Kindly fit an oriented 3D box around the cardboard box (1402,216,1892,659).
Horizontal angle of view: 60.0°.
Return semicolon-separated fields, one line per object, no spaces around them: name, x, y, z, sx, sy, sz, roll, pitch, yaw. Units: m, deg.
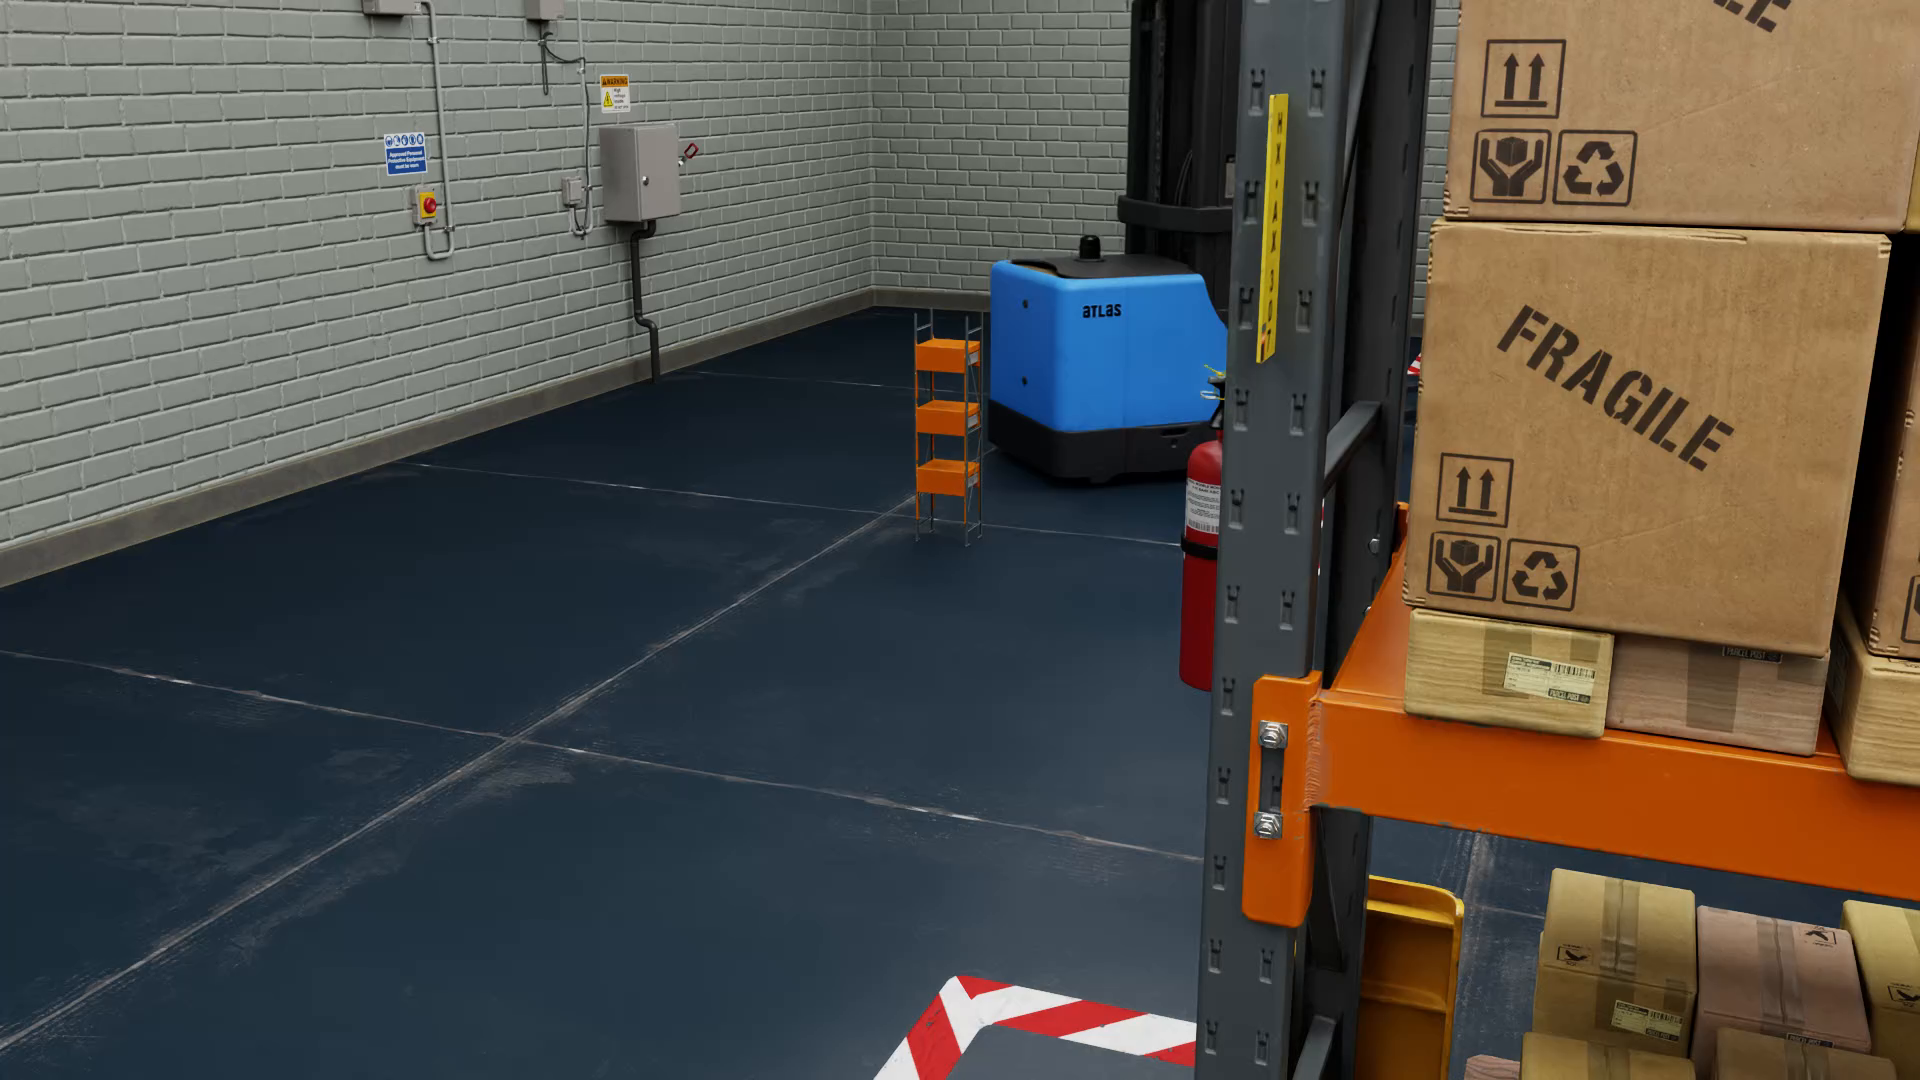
cardboard box;0.907;-0.187;2.226;0.500;0.500;0.500;7;18;23

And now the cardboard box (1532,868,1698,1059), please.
cardboard box;1.176;0.756;2.982;0.250;0.149;0.380;6;17;21

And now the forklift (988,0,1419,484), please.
forklift;1.726;-1.933;9.076;3.031;2.935;1.130;-6;17;-20

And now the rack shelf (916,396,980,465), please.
rack shelf;-0.050;-0.499;7.549;0.240;0.259;0.215;6;17;21

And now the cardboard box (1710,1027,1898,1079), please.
cardboard box;1.254;0.906;2.465;0.250;0.149;0.380;7;17;22

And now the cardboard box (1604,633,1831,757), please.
cardboard box;1.024;0.140;2.262;0.250;0.149;0.380;7;18;23

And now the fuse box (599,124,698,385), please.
fuse box;-2.035;-1.890;11.115;0.414;1.711;0.539;6;17;21

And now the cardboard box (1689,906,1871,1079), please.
cardboard box;1.389;0.797;2.842;0.250;0.149;0.380;7;17;22

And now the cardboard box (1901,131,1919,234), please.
cardboard box;1.383;-0.620;1.924;0.500;0.500;0.500;7;18;22

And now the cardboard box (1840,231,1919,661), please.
cardboard box;1.414;-0.139;2.060;0.500;0.500;0.500;6;17;21

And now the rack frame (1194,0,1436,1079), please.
rack frame;0.589;-0.113;2.683;0.053;2.616;0.949;6;17;21

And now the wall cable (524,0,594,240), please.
wall cable;-2.432;-2.836;10.240;0.122;1.984;0.588;6;17;21

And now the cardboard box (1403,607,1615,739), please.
cardboard box;0.772;0.125;2.314;0.250;0.149;0.380;6;17;20

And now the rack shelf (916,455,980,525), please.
rack shelf;-0.050;-0.233;7.627;0.240;0.259;0.215;6;17;21

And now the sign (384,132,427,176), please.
sign;-3.016;-2.103;9.051;0.001;0.218;0.327;6;17;21

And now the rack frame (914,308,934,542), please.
rack frame;-0.163;-0.522;7.589;0.008;1.050;0.200;6;17;21

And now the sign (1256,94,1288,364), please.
sign;0.392;-0.389;2.081;0.005;0.325;0.100;6;17;21

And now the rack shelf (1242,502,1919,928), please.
rack shelf;2.451;0.436;2.082;4.000;0.370;1.077;6;17;21

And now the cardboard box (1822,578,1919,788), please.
cardboard box;1.254;0.181;2.119;0.250;0.149;0.380;6;17;19

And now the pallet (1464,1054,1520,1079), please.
pallet;1.404;1.325;2.731;1.213;0.211;1.003;6;17;21

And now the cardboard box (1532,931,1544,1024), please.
cardboard box;1.186;0.890;3.053;0.250;0.149;0.380;6;17;19

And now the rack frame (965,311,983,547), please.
rack frame;0.064;-0.497;7.503;0.008;1.050;0.200;6;17;21

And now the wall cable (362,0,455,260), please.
wall cable;-2.941;-2.482;8.964;0.123;1.953;0.585;6;17;21

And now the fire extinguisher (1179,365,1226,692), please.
fire extinguisher;0.526;-0.043;3.250;0.183;0.674;0.296;6;17;21

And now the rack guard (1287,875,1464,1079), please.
rack guard;0.661;1.094;3.008;0.348;0.500;1.175;6;17;21

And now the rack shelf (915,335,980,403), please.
rack shelf;-0.050;-0.772;7.470;0.240;0.259;0.215;6;17;21

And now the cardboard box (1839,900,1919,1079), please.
cardboard box;1.676;0.790;2.865;0.250;0.149;0.380;6;17;19

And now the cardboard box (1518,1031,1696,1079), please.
cardboard box;0.953;0.909;2.454;0.250;0.149;0.380;5;17;18

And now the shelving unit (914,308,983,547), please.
shelving unit;-0.050;-0.510;7.546;0.252;1.050;0.215;6;17;21

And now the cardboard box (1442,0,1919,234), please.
cardboard box;0.911;-0.670;2.096;0.500;0.500;0.500;6;17;20

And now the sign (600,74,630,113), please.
sign;-2.248;-2.912;10.844;0.001;0.242;0.339;6;17;21
